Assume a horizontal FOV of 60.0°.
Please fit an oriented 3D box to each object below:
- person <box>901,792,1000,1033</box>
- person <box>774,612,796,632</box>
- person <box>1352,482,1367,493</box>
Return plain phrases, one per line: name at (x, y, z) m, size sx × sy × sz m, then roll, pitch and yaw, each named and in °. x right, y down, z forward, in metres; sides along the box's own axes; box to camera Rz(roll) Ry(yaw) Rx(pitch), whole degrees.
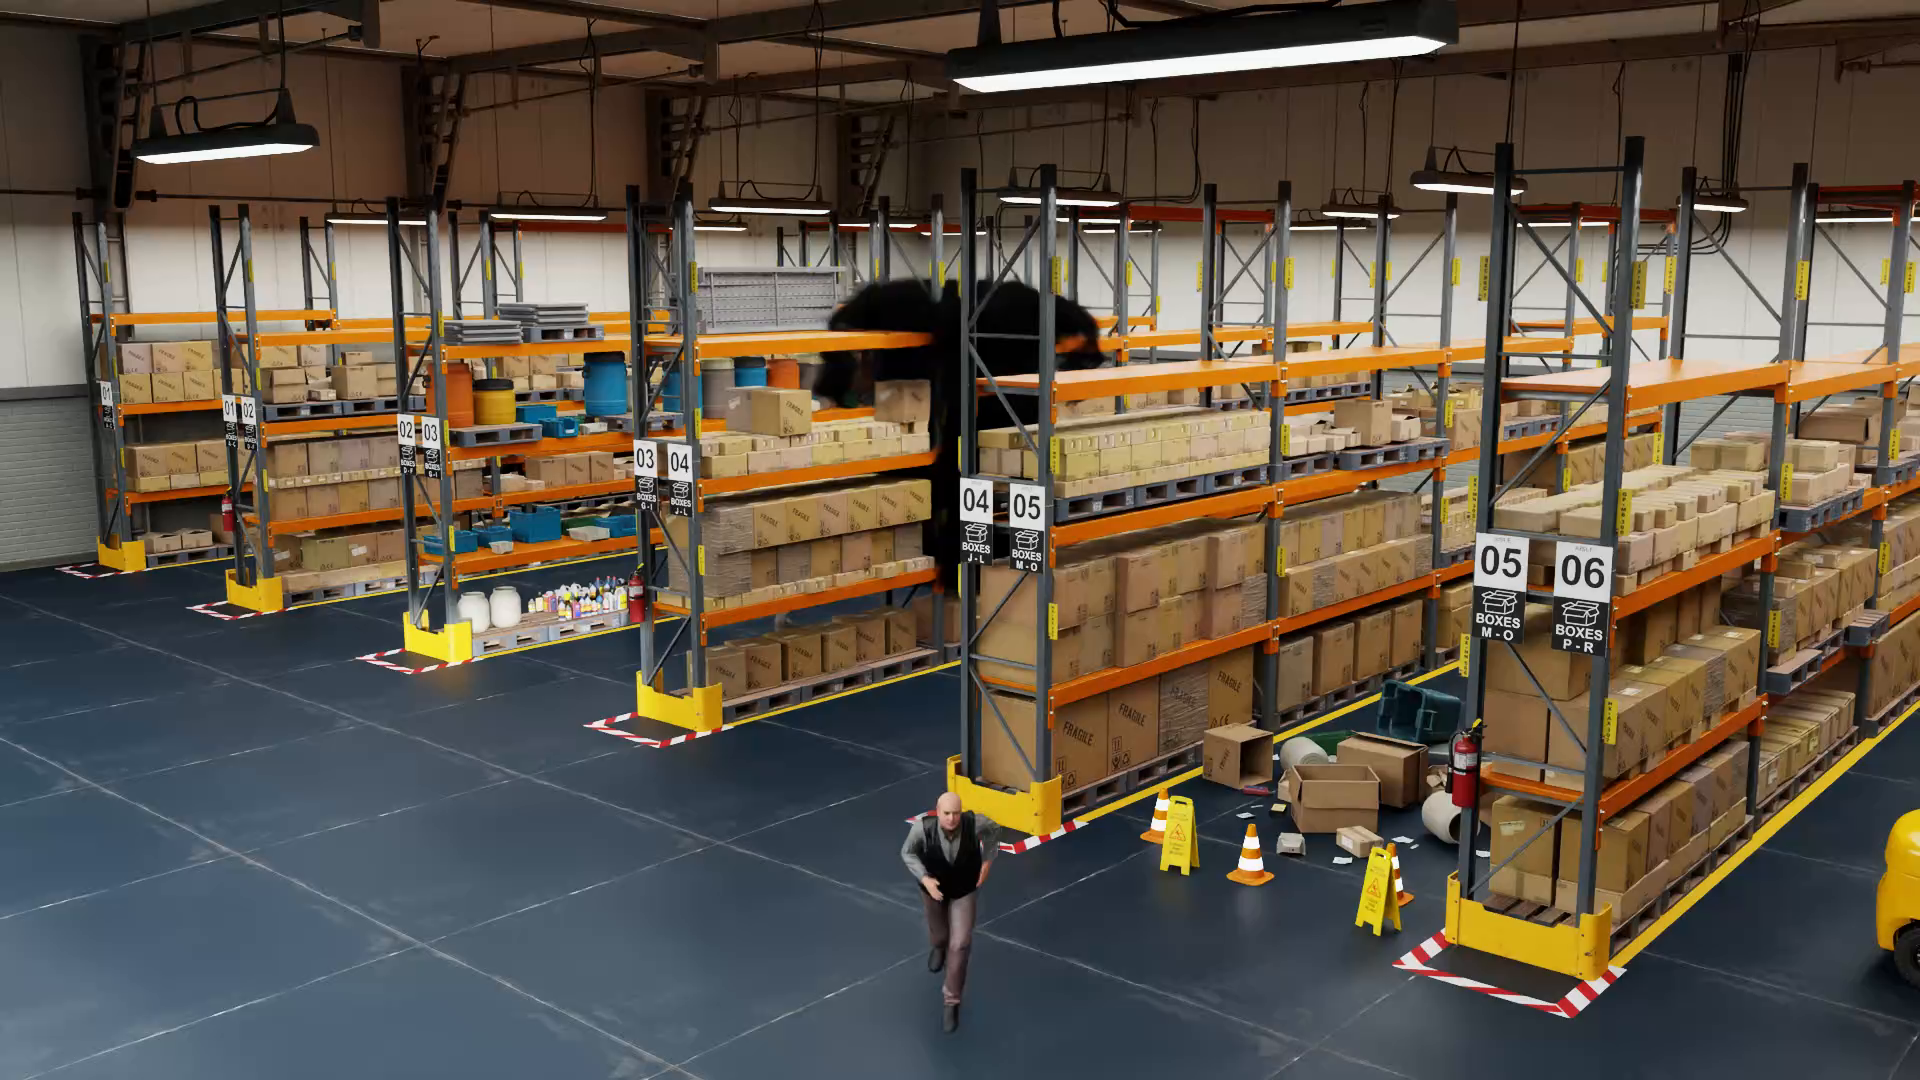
person at (-0.079, 2.465, 11.657) m, size 0.697 × 1.681 × 1.007 m, roll -1°, pitch 10°, yaw -7°
person at (-2.341, 0.703, 21.819) m, size 0.606 × 1.717 × 0.874 m, roll 6°, pitch 11°, yaw 31°
person at (6.740, -0.208, 27.471) m, size 0.676 × 1.704 × 0.769 m, roll 8°, pitch 13°, yaw 41°
